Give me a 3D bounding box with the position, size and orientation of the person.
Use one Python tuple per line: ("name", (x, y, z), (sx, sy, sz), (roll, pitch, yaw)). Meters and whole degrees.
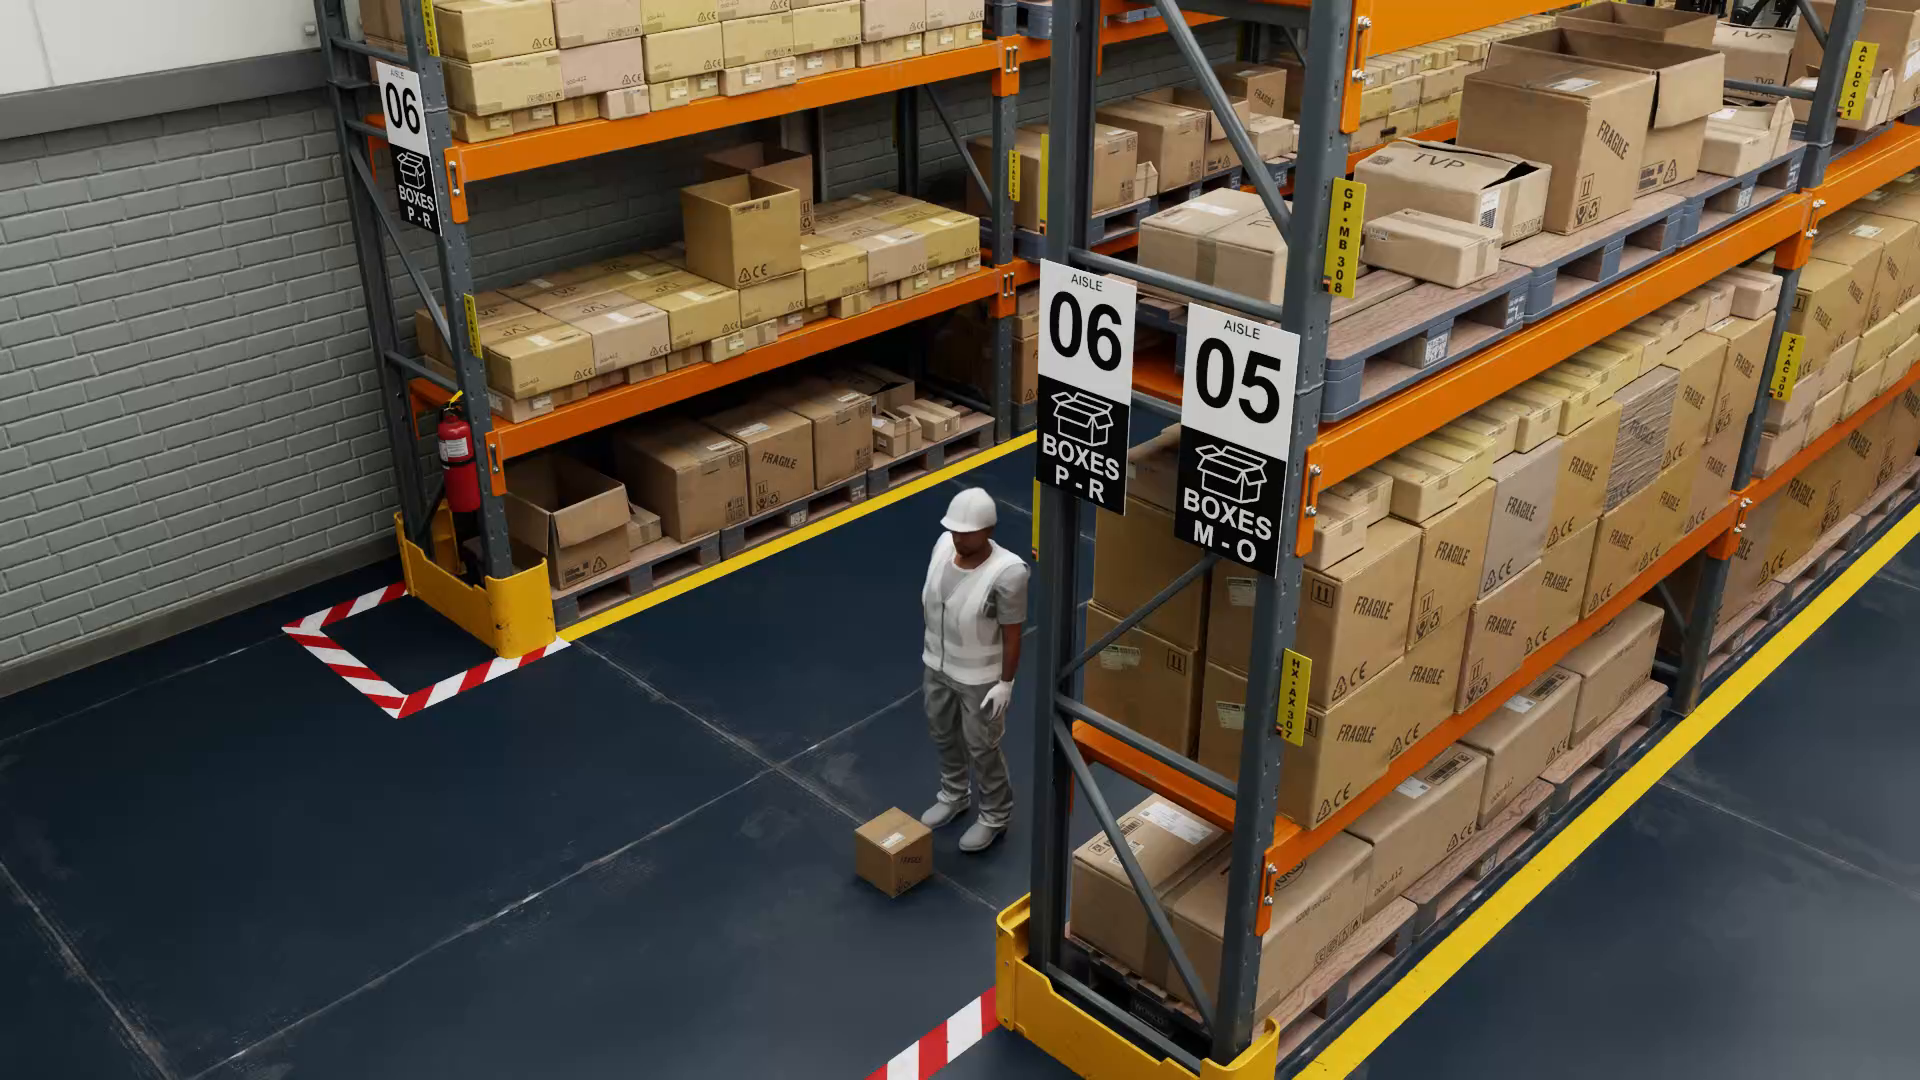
("person", (0.048, 0.578, 7.497), (0.547, 1.785, 0.351), (24, 36, 38))
